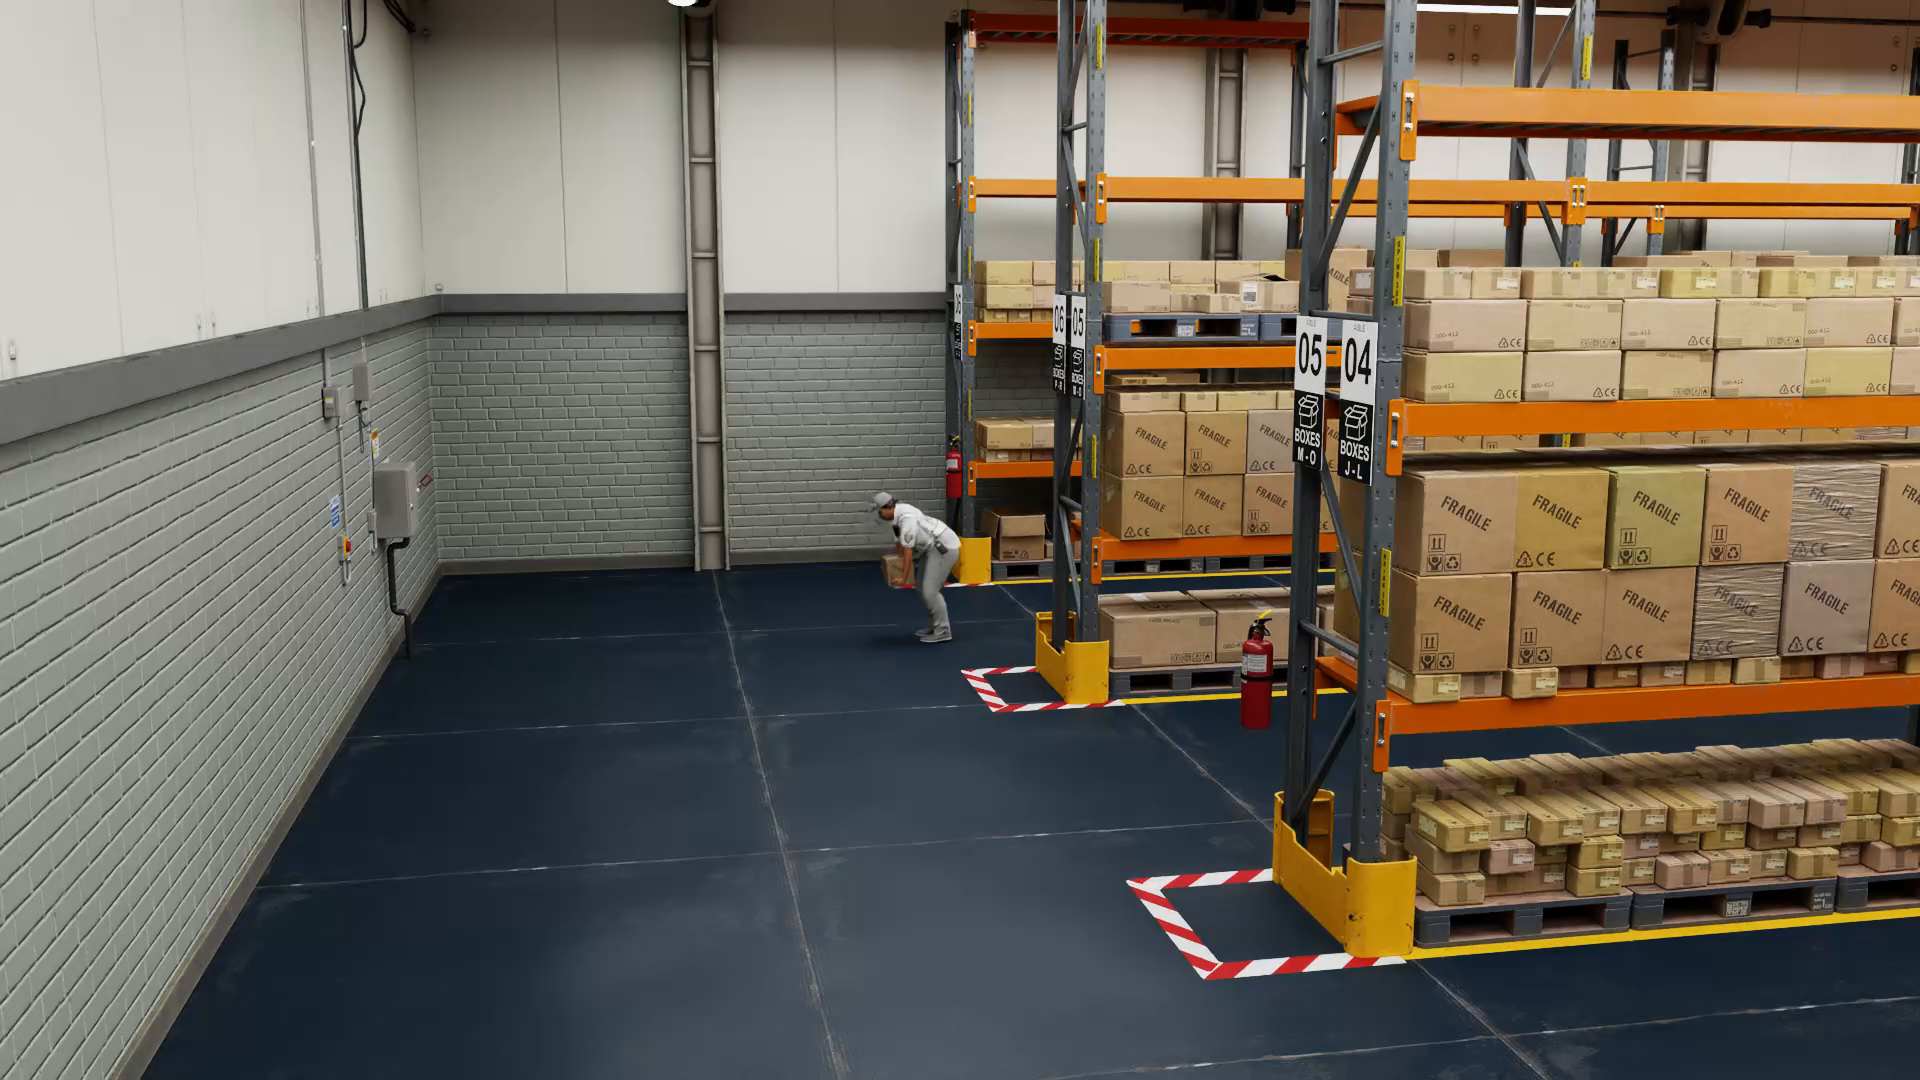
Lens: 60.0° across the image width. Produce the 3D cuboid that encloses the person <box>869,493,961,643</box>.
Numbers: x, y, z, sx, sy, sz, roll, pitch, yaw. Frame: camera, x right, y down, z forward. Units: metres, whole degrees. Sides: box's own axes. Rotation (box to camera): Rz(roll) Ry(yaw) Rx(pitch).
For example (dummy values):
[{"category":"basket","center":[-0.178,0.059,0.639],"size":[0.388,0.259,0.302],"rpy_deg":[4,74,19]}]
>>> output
[{"category":"person","center":[-0.417,0.242,15.314],"size":[0.848,1.390,0.457],"rpy_deg":[-2,10,-12]}]
